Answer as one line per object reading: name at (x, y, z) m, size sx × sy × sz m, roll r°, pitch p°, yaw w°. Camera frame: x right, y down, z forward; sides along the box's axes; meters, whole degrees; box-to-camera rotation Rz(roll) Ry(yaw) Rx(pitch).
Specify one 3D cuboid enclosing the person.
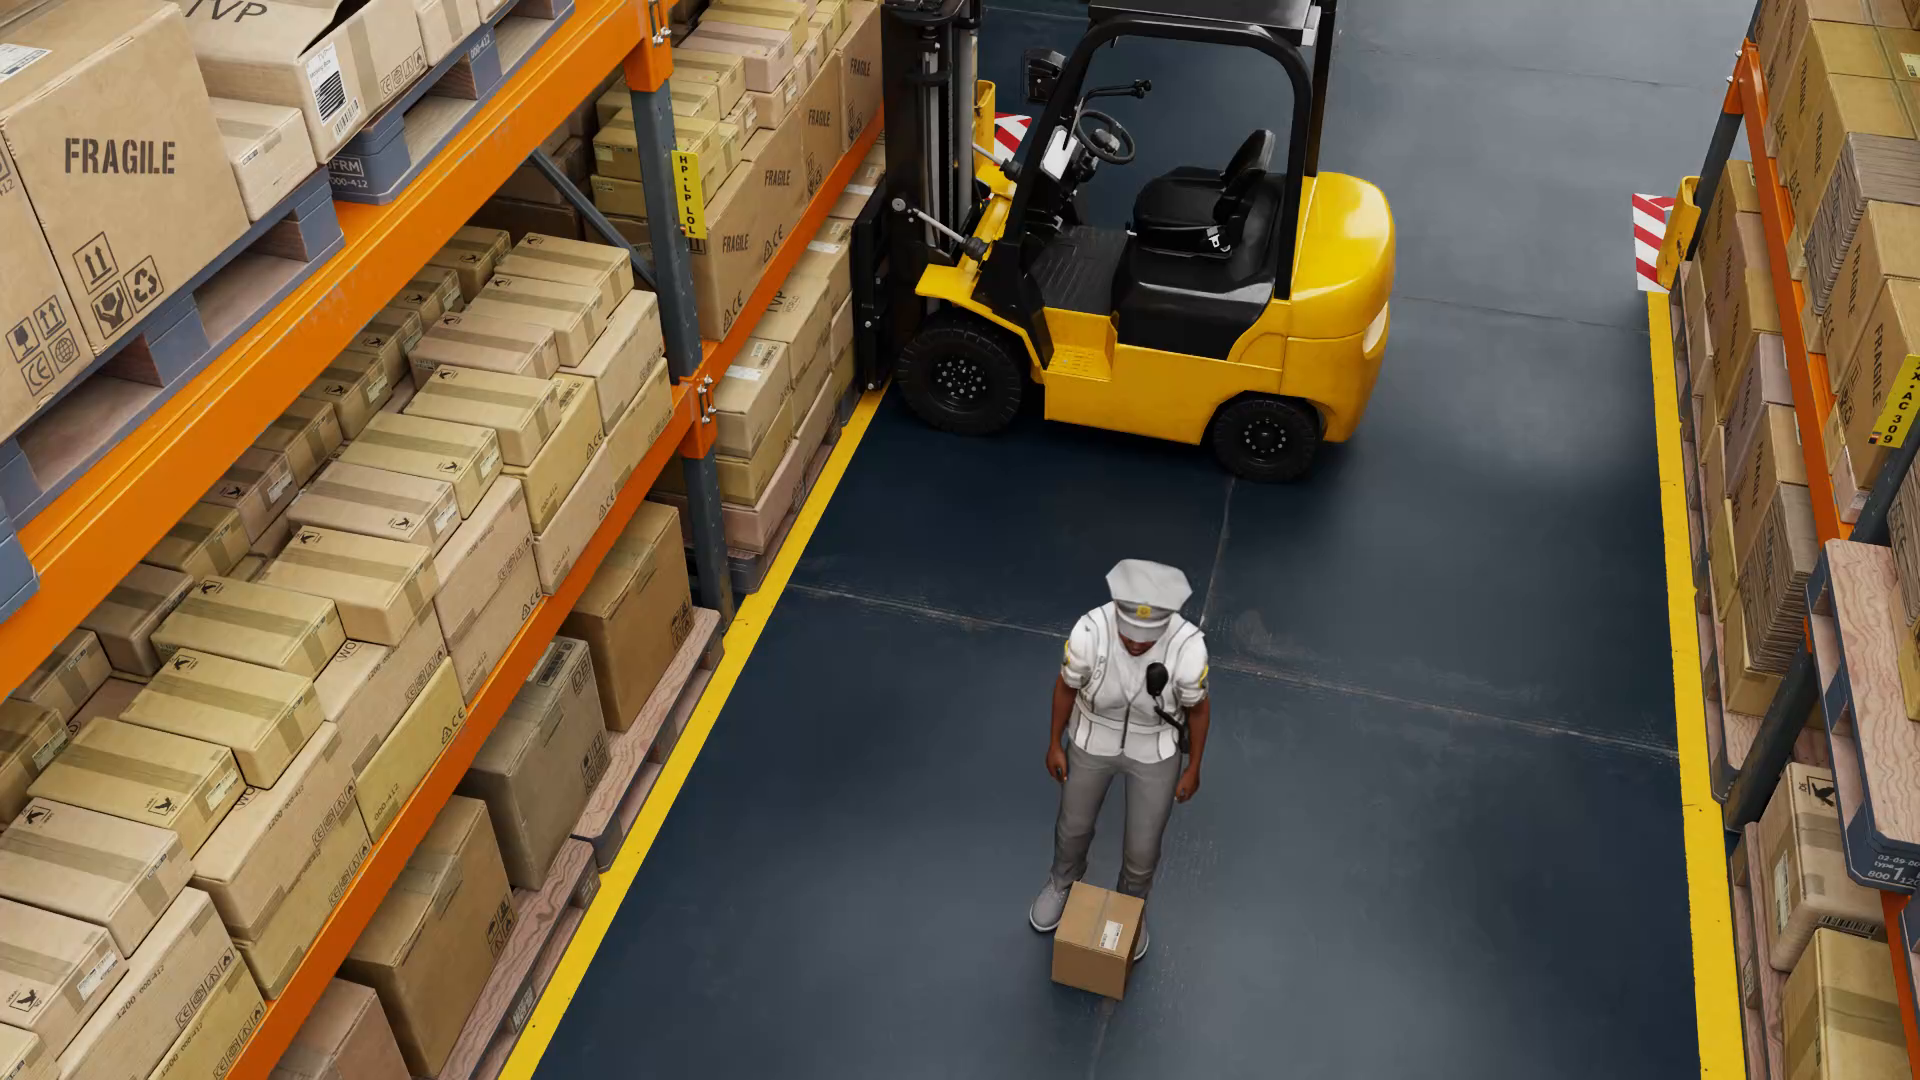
person at (0.522, 0.693, 5.368) m, size 0.523 × 1.660 × 0.418 m, roll 9°, pitch 42°, yaw 10°
